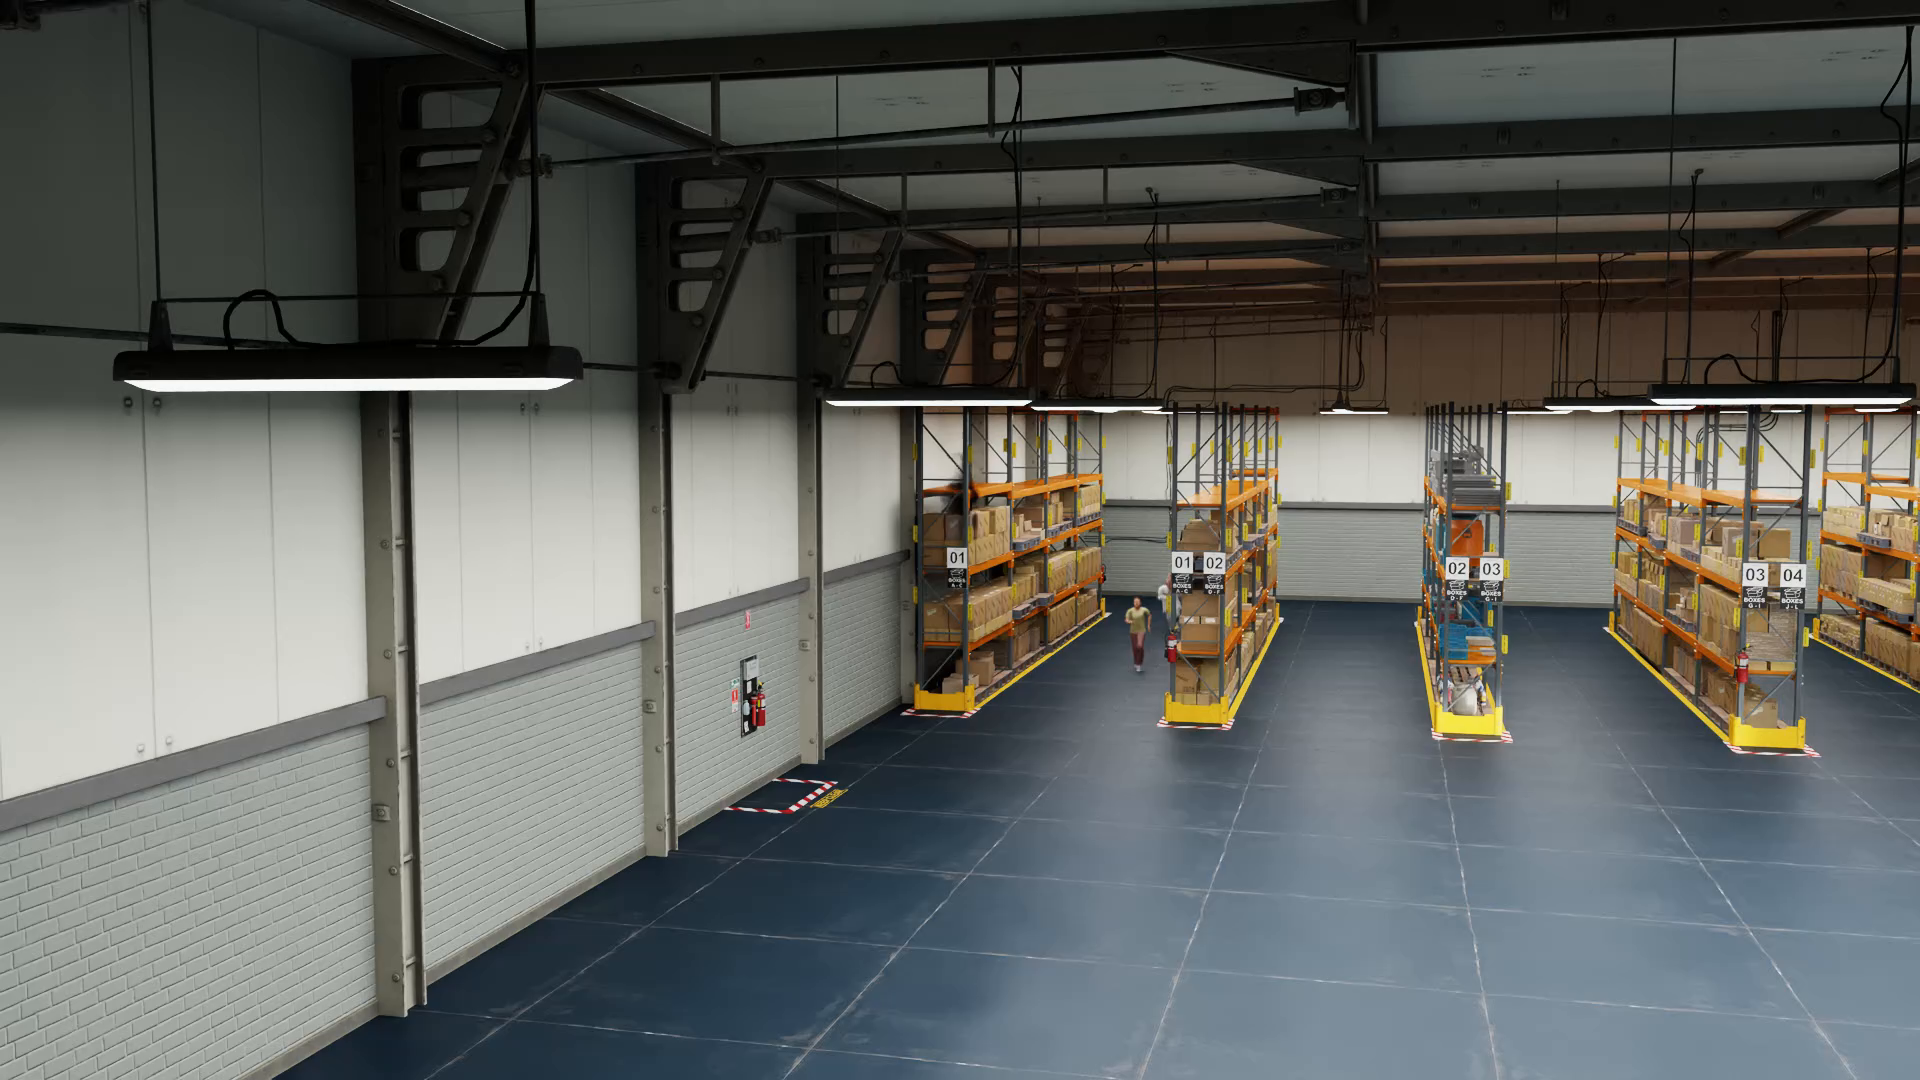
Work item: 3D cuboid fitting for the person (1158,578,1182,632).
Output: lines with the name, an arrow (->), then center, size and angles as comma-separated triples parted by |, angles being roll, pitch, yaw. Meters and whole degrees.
person -> 5.598, 1.716, 44.069 | 0.711, 1.484, 1.058 | 0, 4, 4

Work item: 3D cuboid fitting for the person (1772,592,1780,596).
person -> 21.279, 1.648, 43.573 | 0.649, 1.708, 0.763 | 3, 5, 31

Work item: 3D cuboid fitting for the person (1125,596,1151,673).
person -> 4.007, 2.122, 37.508 | 0.548, 1.710, 0.802 | 1, 4, 15
